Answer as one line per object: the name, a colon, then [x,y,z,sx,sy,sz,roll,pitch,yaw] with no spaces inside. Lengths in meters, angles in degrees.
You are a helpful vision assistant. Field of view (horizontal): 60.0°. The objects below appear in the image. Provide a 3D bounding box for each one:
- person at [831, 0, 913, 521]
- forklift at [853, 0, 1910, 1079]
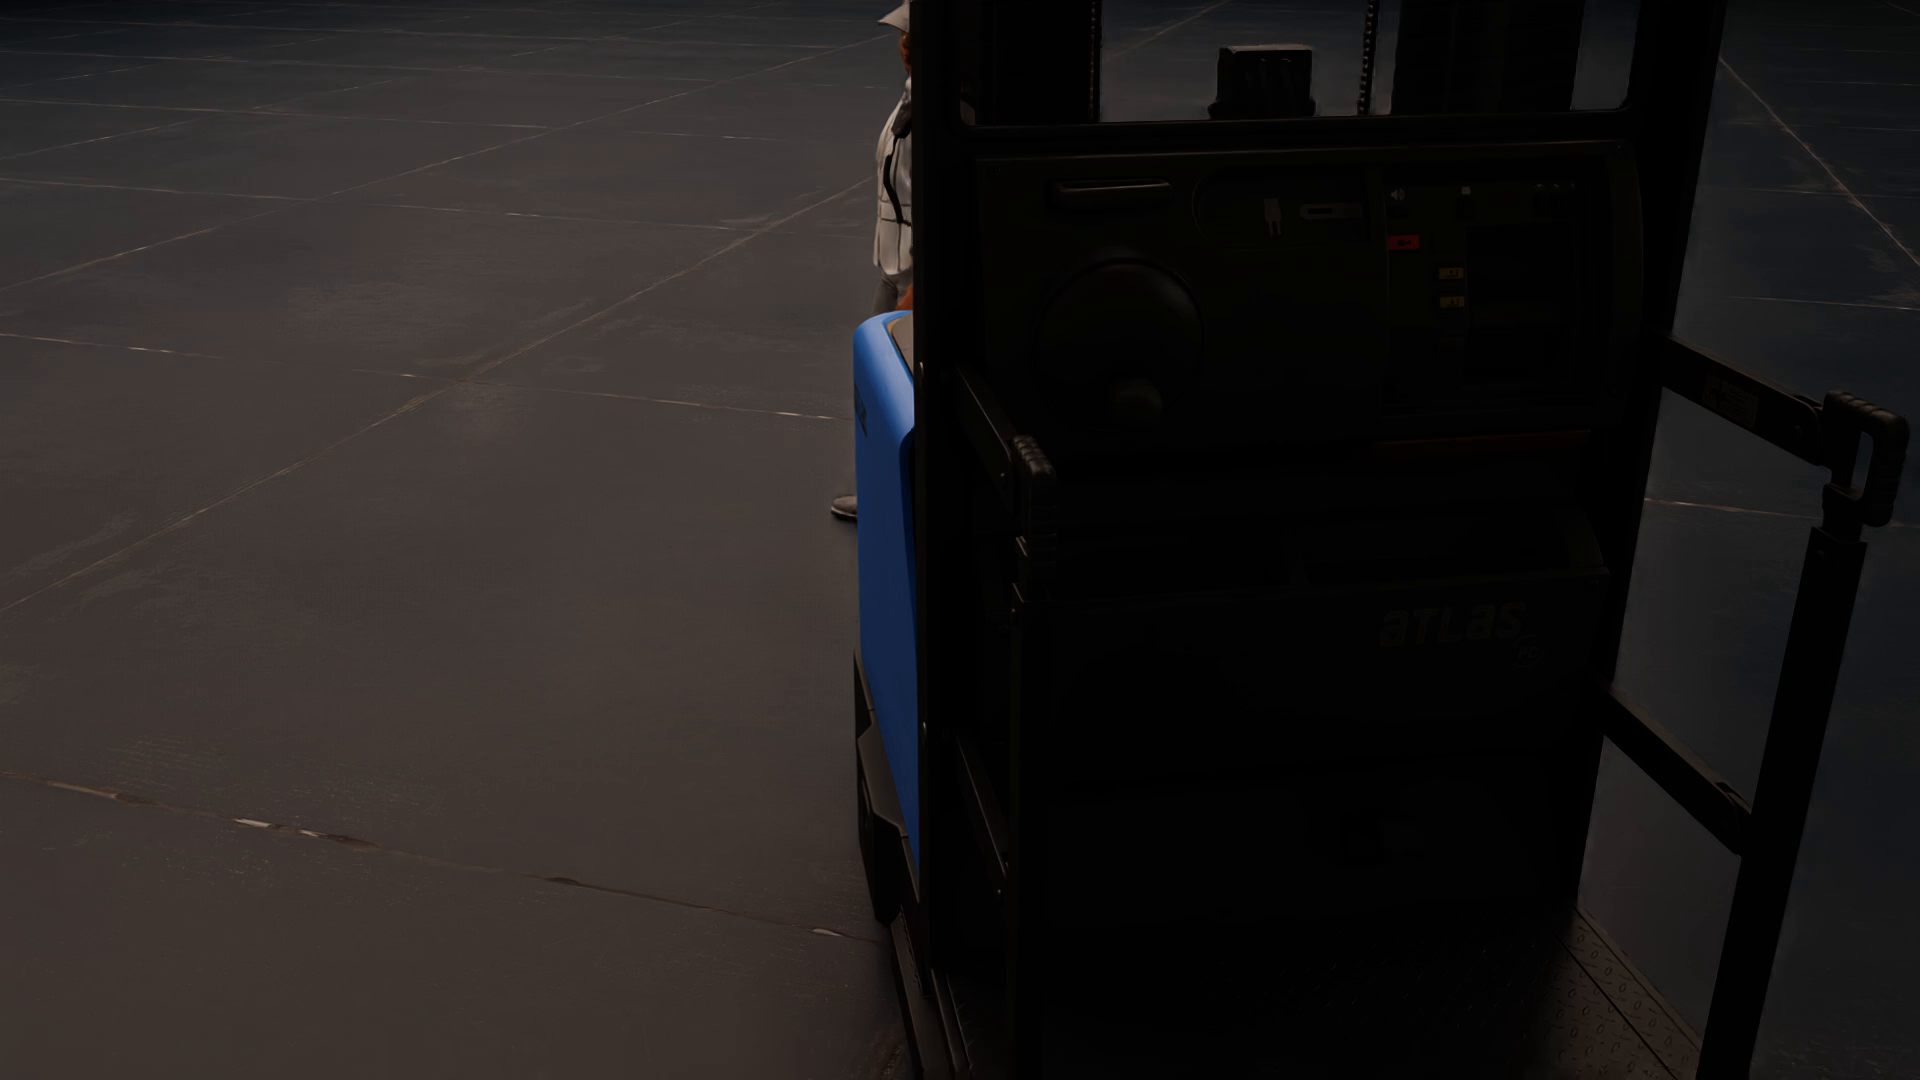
person: [-0.113,-0.756,4.790,0.470,1.654,0.649,-6,23,-14]
forklift: [0.521,-0.320,2.054,1.130,2.935,3.031,-4,23,-9]
